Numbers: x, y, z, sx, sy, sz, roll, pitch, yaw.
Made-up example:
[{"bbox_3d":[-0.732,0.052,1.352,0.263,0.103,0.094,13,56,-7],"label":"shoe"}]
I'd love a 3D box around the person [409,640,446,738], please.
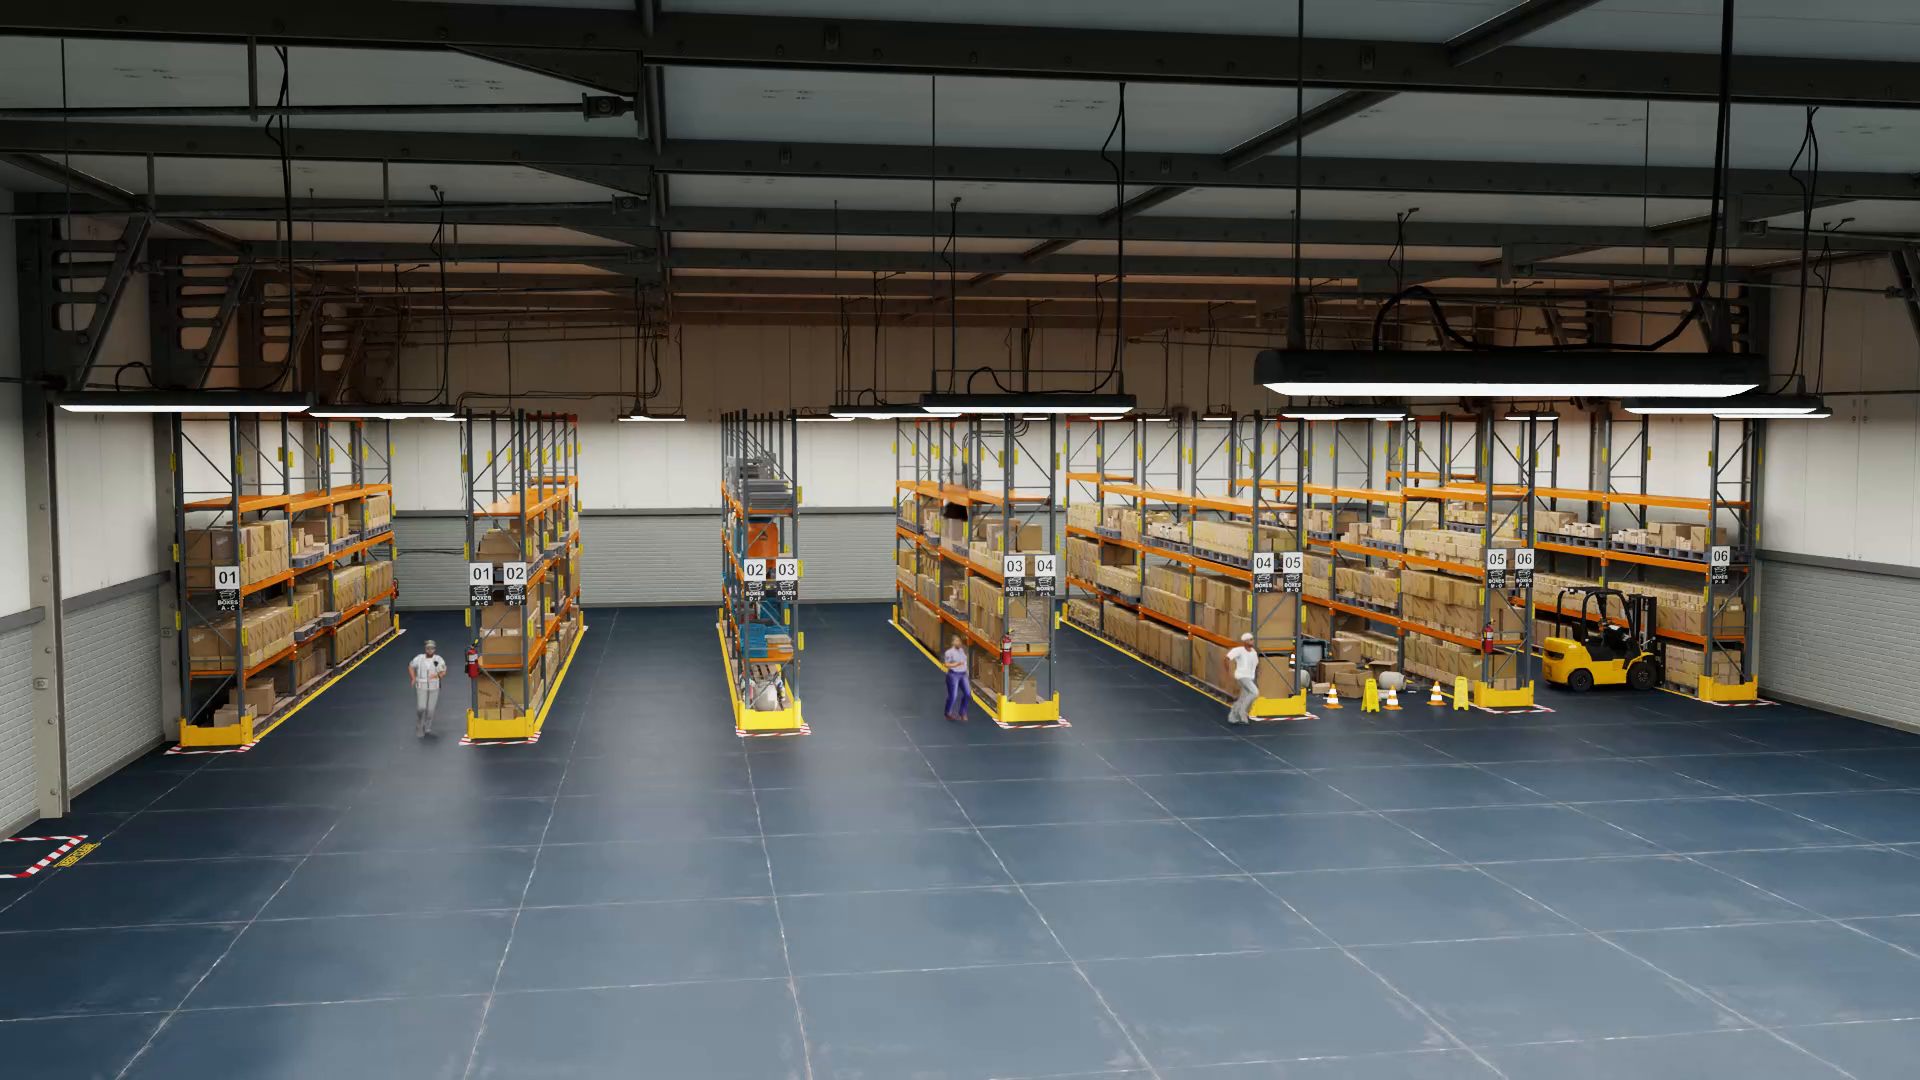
[{"bbox_3d":[-9.769,2.738,30.553,0.642,1.820,0.722,-2,4,-22],"label":"person"}]

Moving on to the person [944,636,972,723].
[{"bbox_3d":[-0.047,2.685,31.950,0.582,1.695,0.680,-3,5,-33],"label":"person"}]

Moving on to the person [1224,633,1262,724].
[{"bbox_3d":[5.480,2.635,31.736,0.666,1.690,0.718,4,6,44],"label":"person"}]
